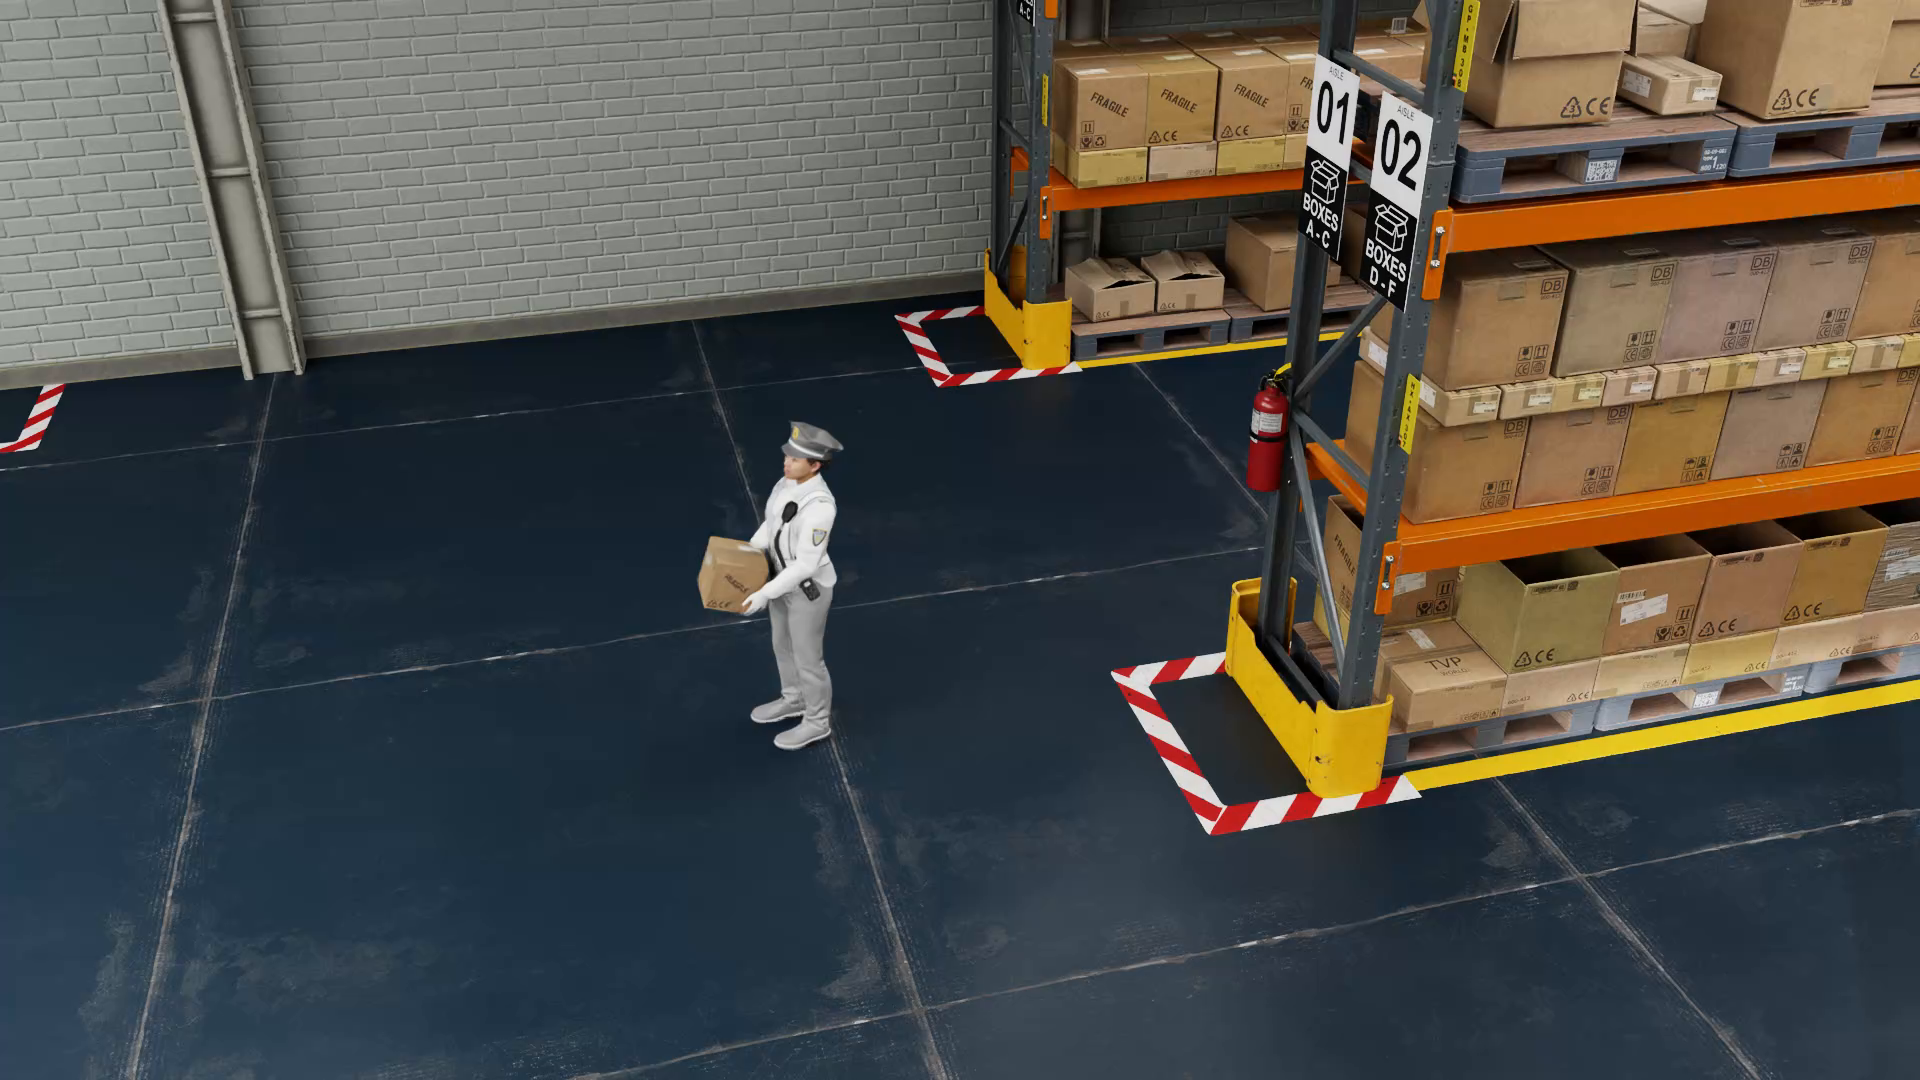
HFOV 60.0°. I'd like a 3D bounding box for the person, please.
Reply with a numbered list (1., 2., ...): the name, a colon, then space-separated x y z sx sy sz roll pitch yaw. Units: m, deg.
1. person: -0.802 0.223 7.815 0.543 1.700 0.496 -13 33 -22
